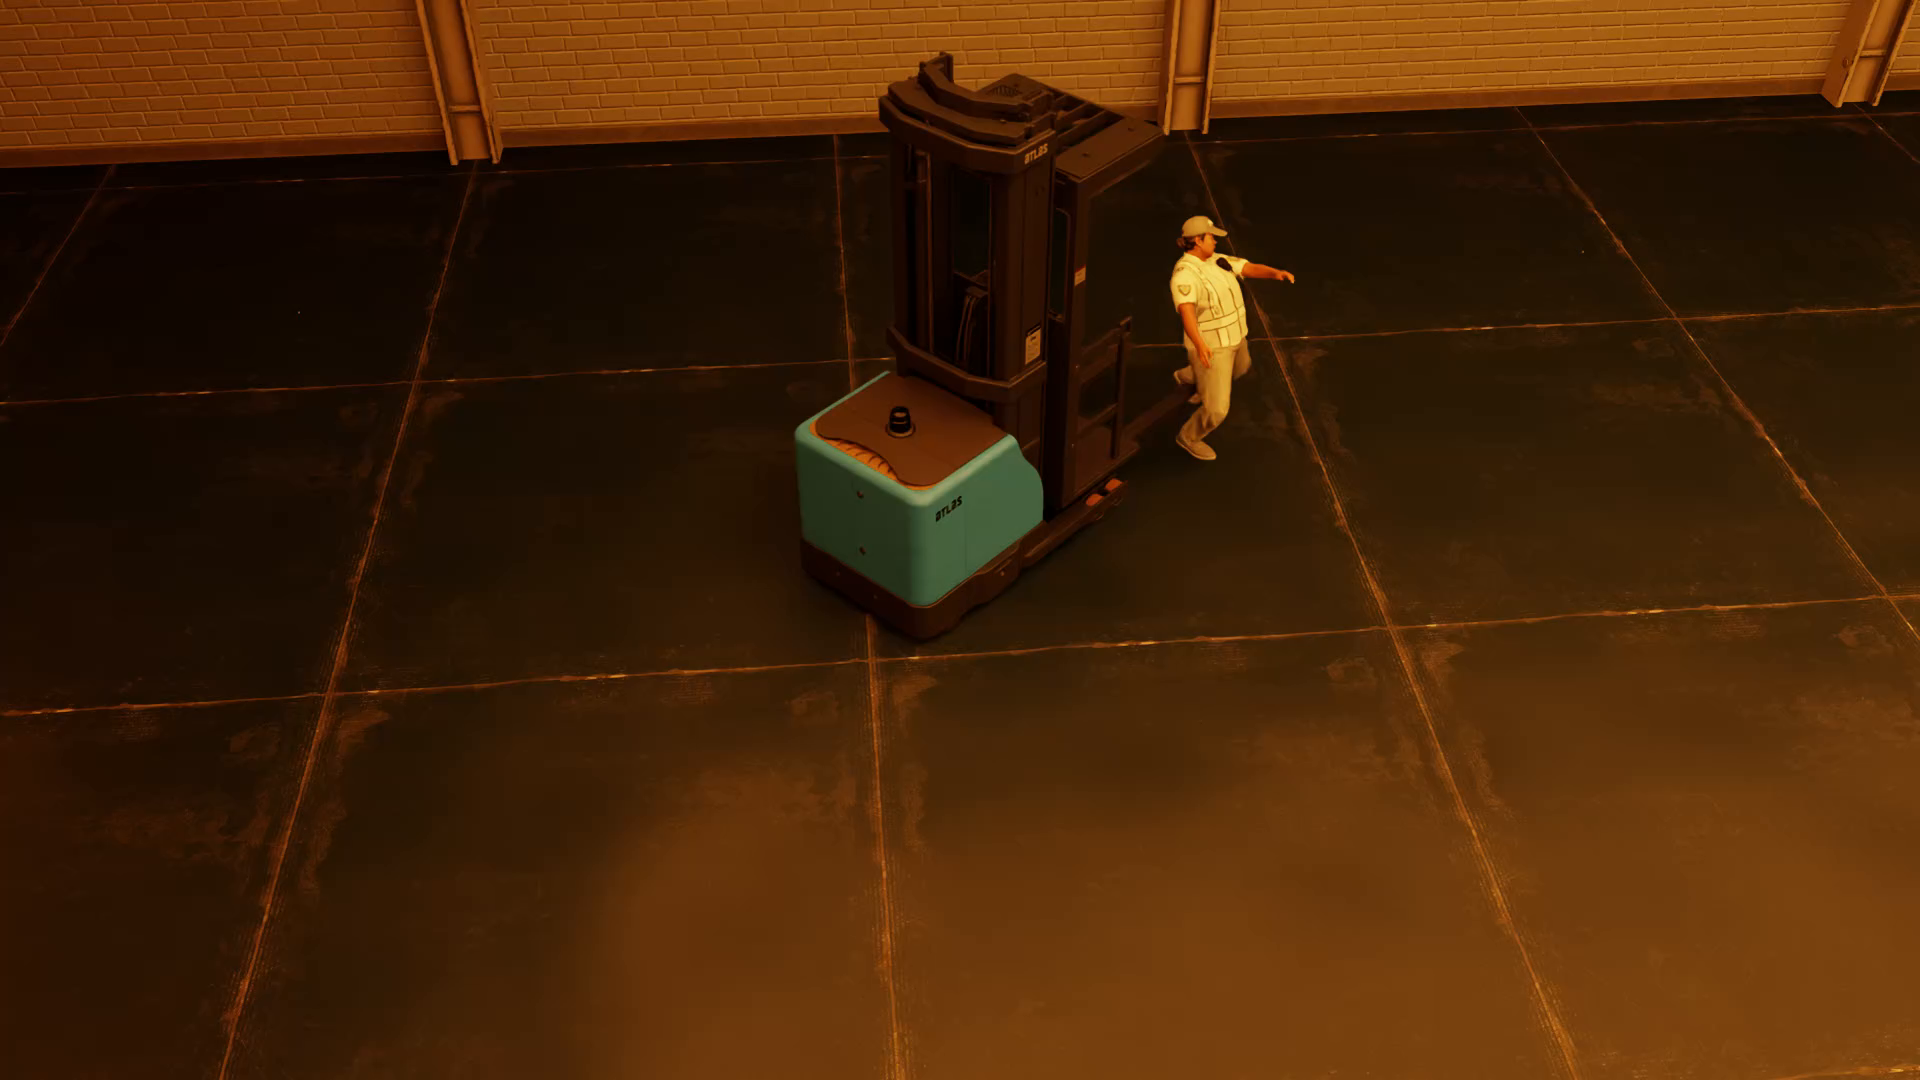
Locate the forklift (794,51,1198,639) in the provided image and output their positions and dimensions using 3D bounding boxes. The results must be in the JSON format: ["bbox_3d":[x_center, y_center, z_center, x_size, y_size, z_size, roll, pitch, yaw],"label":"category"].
[{"bbox_3d":[0.406,-1.432,9.612,1.130,2.935,3.031,30,49,30],"label":"forklift"}]

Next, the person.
[{"bbox_3d":[1.594,-1.197,10.317,0.767,1.442,0.945,19,44,21],"label":"person"}]
